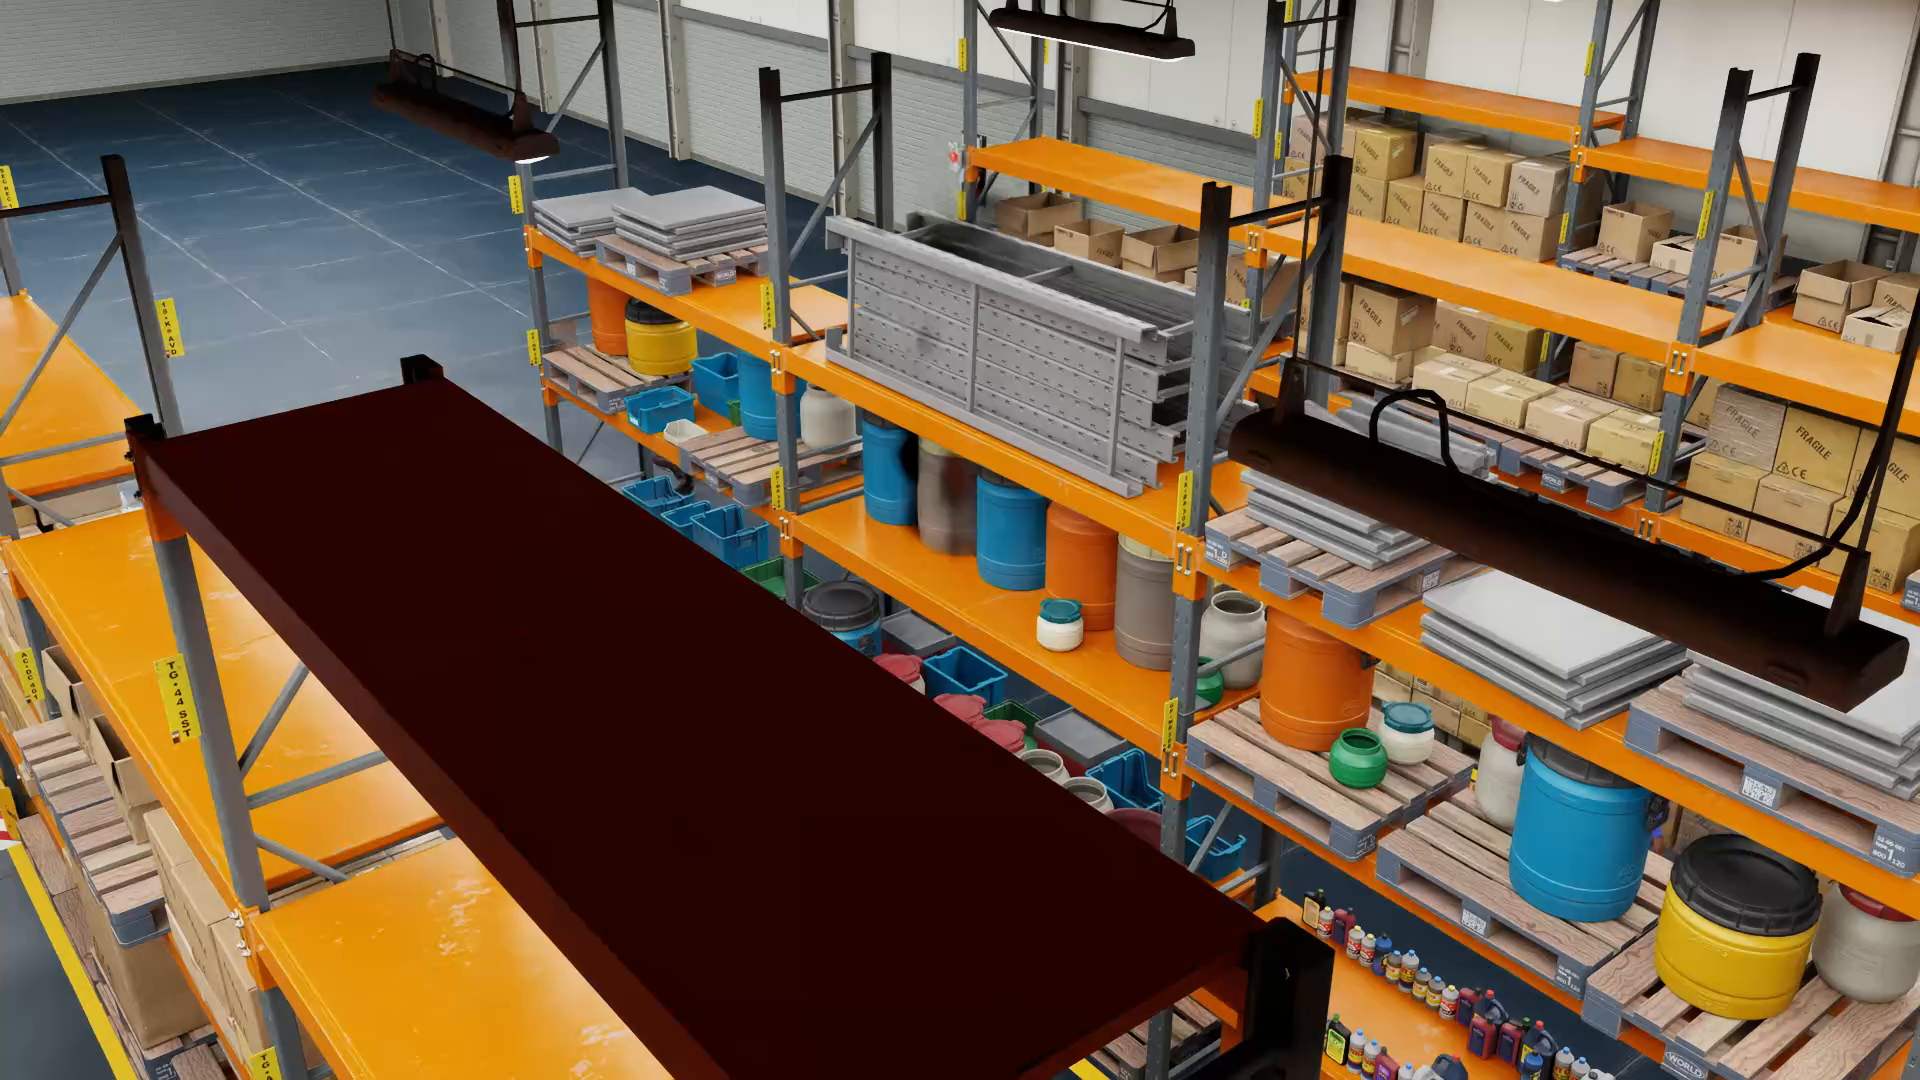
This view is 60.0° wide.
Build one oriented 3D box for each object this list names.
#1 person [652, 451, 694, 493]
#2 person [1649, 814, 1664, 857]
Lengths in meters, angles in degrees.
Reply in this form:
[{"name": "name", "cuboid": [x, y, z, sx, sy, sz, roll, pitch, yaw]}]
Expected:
[{"name": "person", "cuboid": [-3.339, -1.311, 19.048, 0.569, 1.680, 0.652, -6, 27, -13]}, {"name": "person", "cuboid": [4.742, 2.300, 11.564, 0.918, 1.615, 0.600, 20, 32, 35]}]
